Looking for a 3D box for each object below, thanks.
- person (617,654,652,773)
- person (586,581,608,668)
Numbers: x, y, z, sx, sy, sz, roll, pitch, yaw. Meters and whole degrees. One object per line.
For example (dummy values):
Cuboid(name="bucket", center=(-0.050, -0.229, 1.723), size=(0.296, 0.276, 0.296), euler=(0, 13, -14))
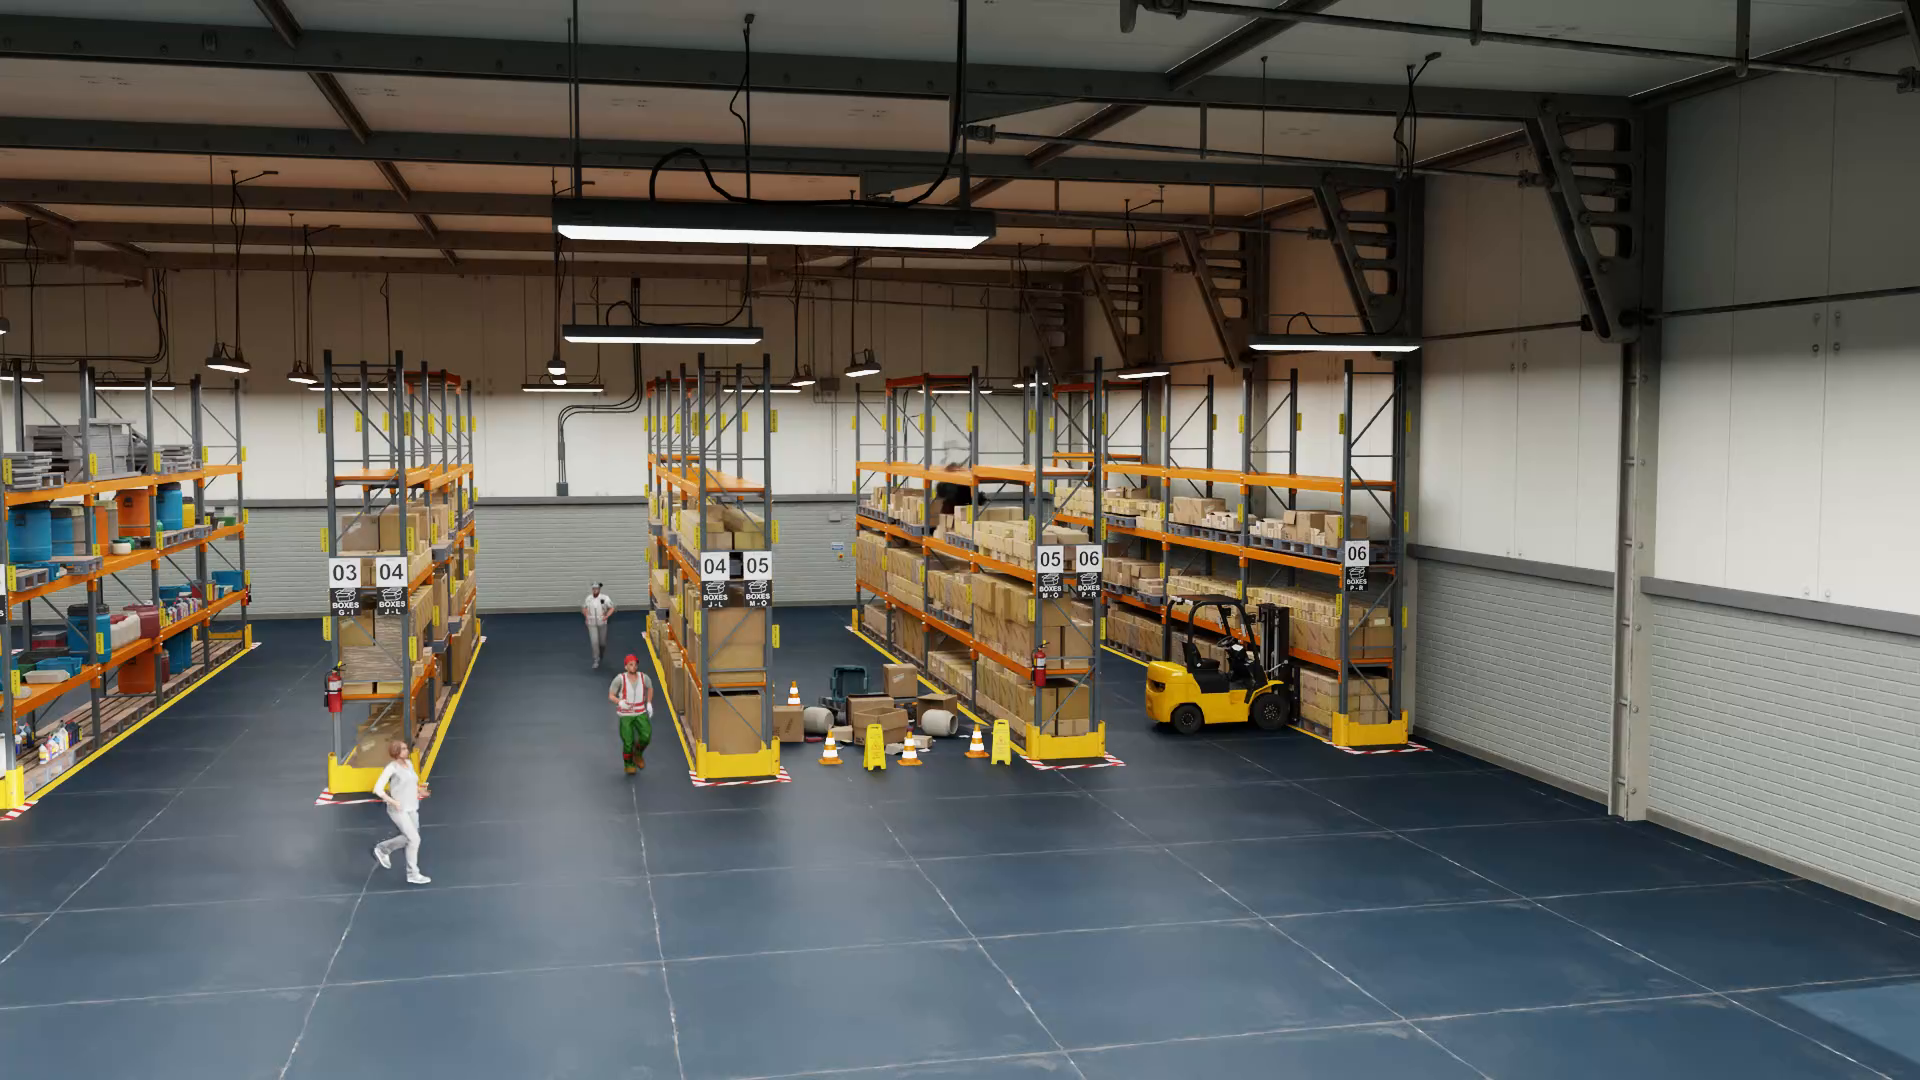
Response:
Cuboid(name="person", center=(-4.607, 2.483, 23.667), size=(0.555, 1.730, 0.658), euler=(-2, 4, -25))
Cuboid(name="person", center=(-7.511, 1.737, 34.486), size=(0.426, 1.779, 0.750), euler=(0, 4, -5))
